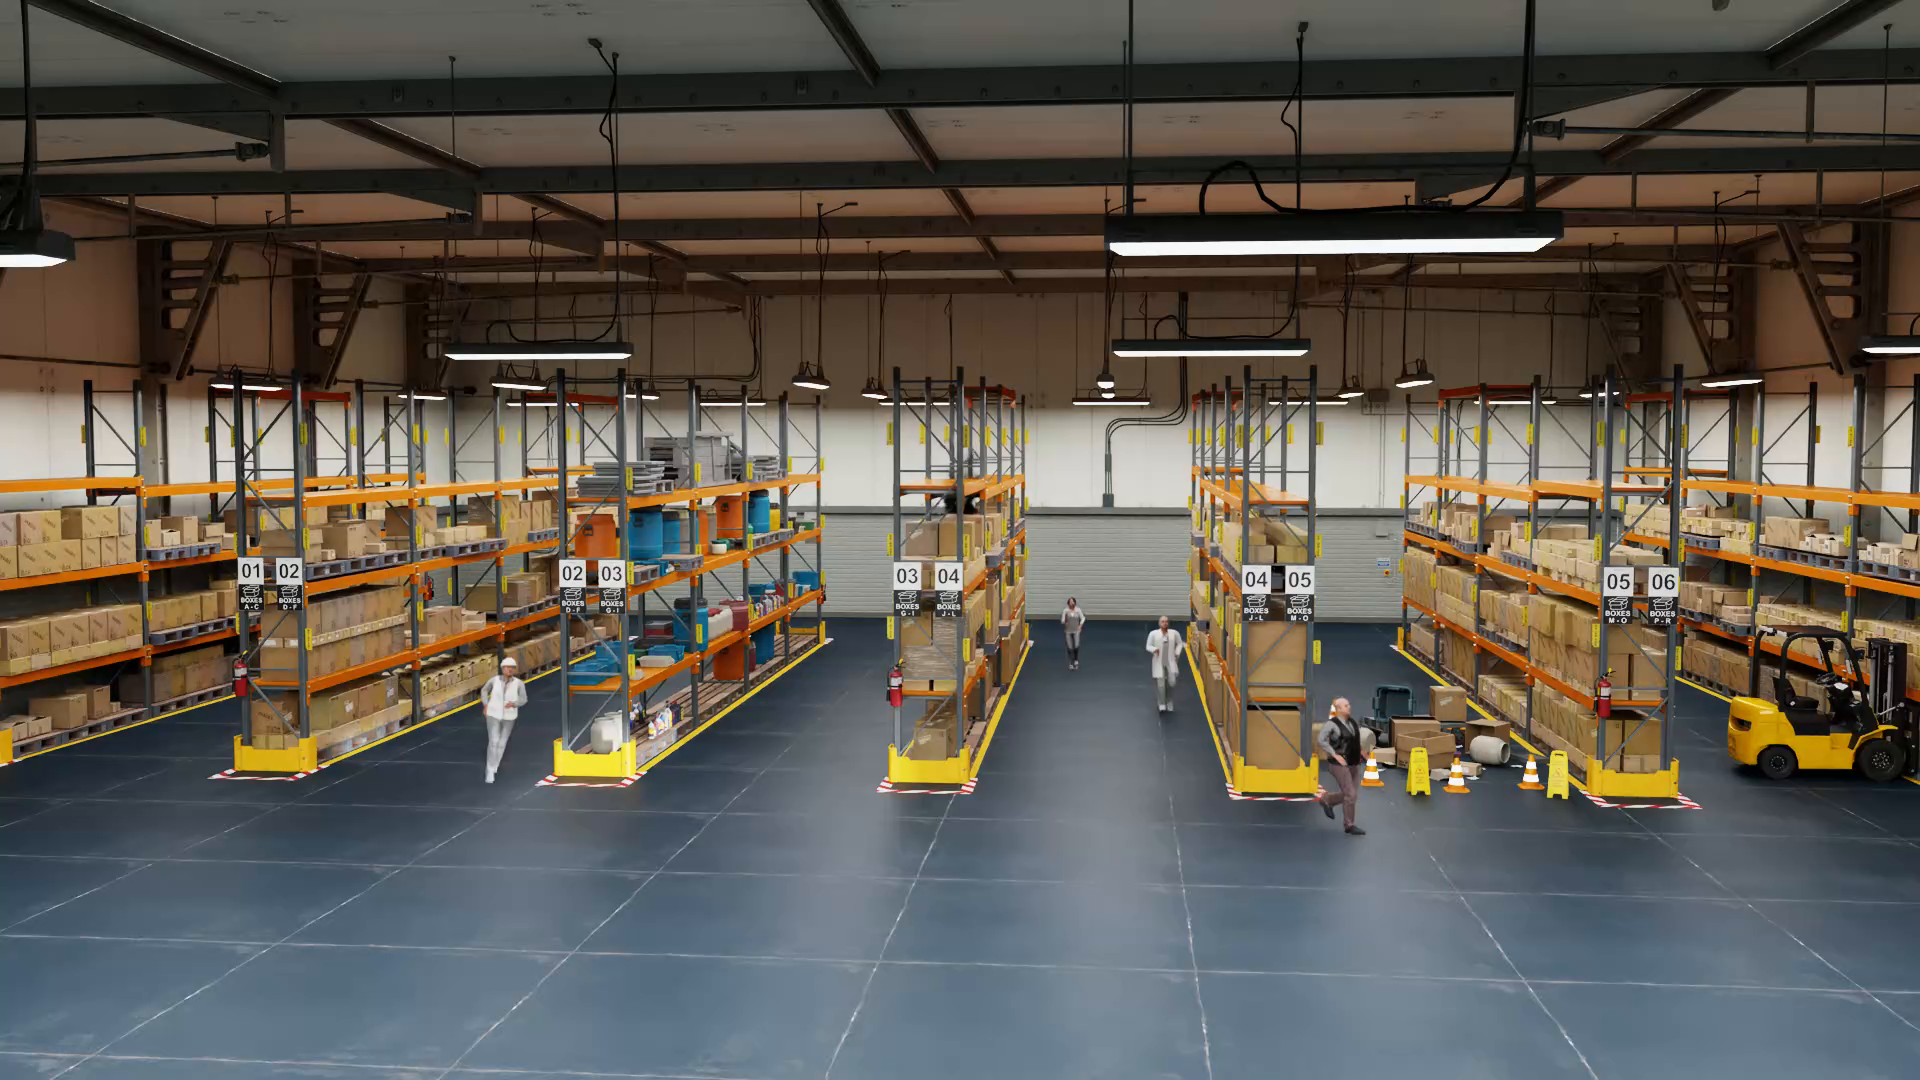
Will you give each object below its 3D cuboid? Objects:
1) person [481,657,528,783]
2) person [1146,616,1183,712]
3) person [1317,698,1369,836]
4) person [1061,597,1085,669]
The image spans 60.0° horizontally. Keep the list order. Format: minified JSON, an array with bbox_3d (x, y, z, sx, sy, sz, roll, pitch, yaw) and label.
[{"bbox_3d":[-6.687,2.621,24.402,0.641,1.810,0.713,-2,4,-24],"label":"person"},{"bbox_3d":[3.716,2.254,30.098,0.687,1.751,0.690,0,4,2],"label":"person"},{"bbox_3d":[4.816,2.841,21.055,0.676,1.697,0.779,-3,4,-37],"label":"person"},{"bbox_3d":[2.412,1.998,35.592,0.512,1.561,0.593,0,4,4],"label":"person"}]
